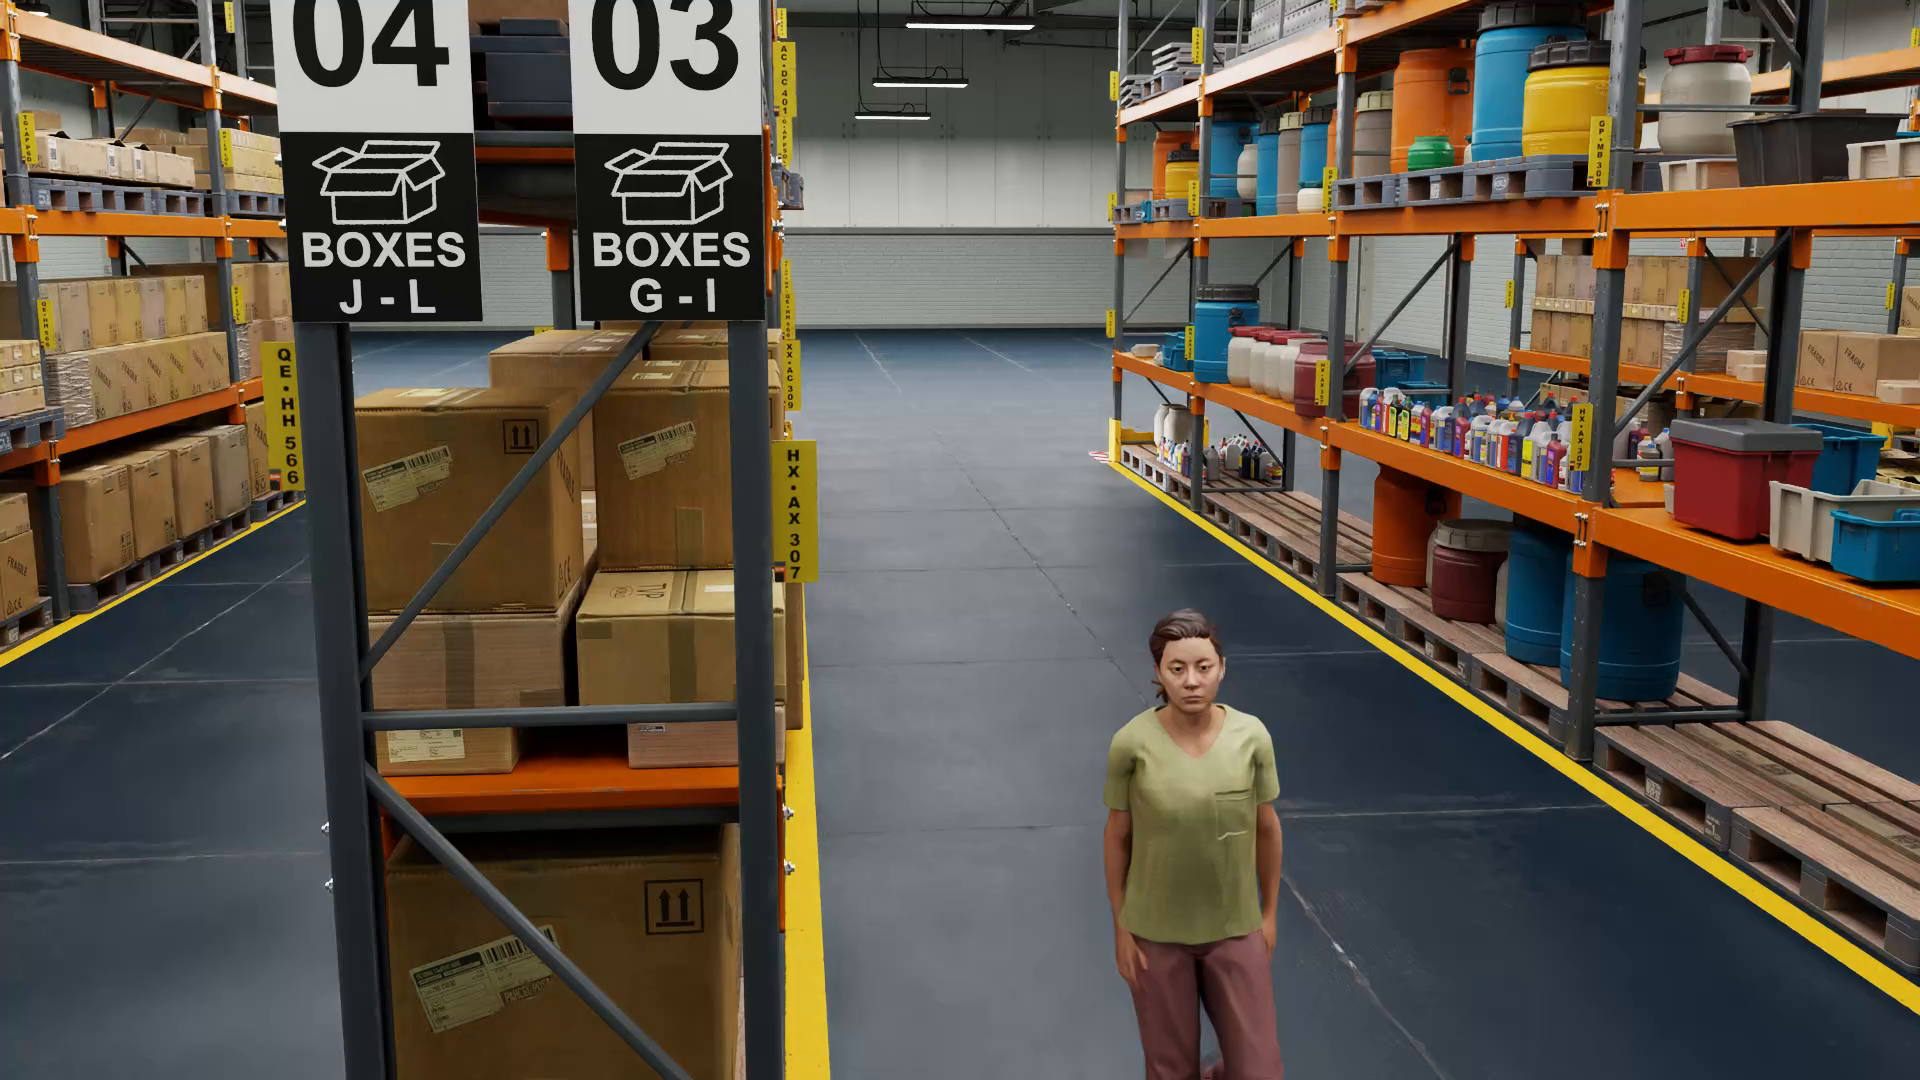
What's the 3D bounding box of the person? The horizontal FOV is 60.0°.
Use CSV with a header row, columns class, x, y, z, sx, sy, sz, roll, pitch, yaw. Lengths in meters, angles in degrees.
class,x,y,z,sx,sy,sz,roll,pitch,yaw
person,0.588,0.986,4.233,0.462,1.663,0.501,0,10,1
